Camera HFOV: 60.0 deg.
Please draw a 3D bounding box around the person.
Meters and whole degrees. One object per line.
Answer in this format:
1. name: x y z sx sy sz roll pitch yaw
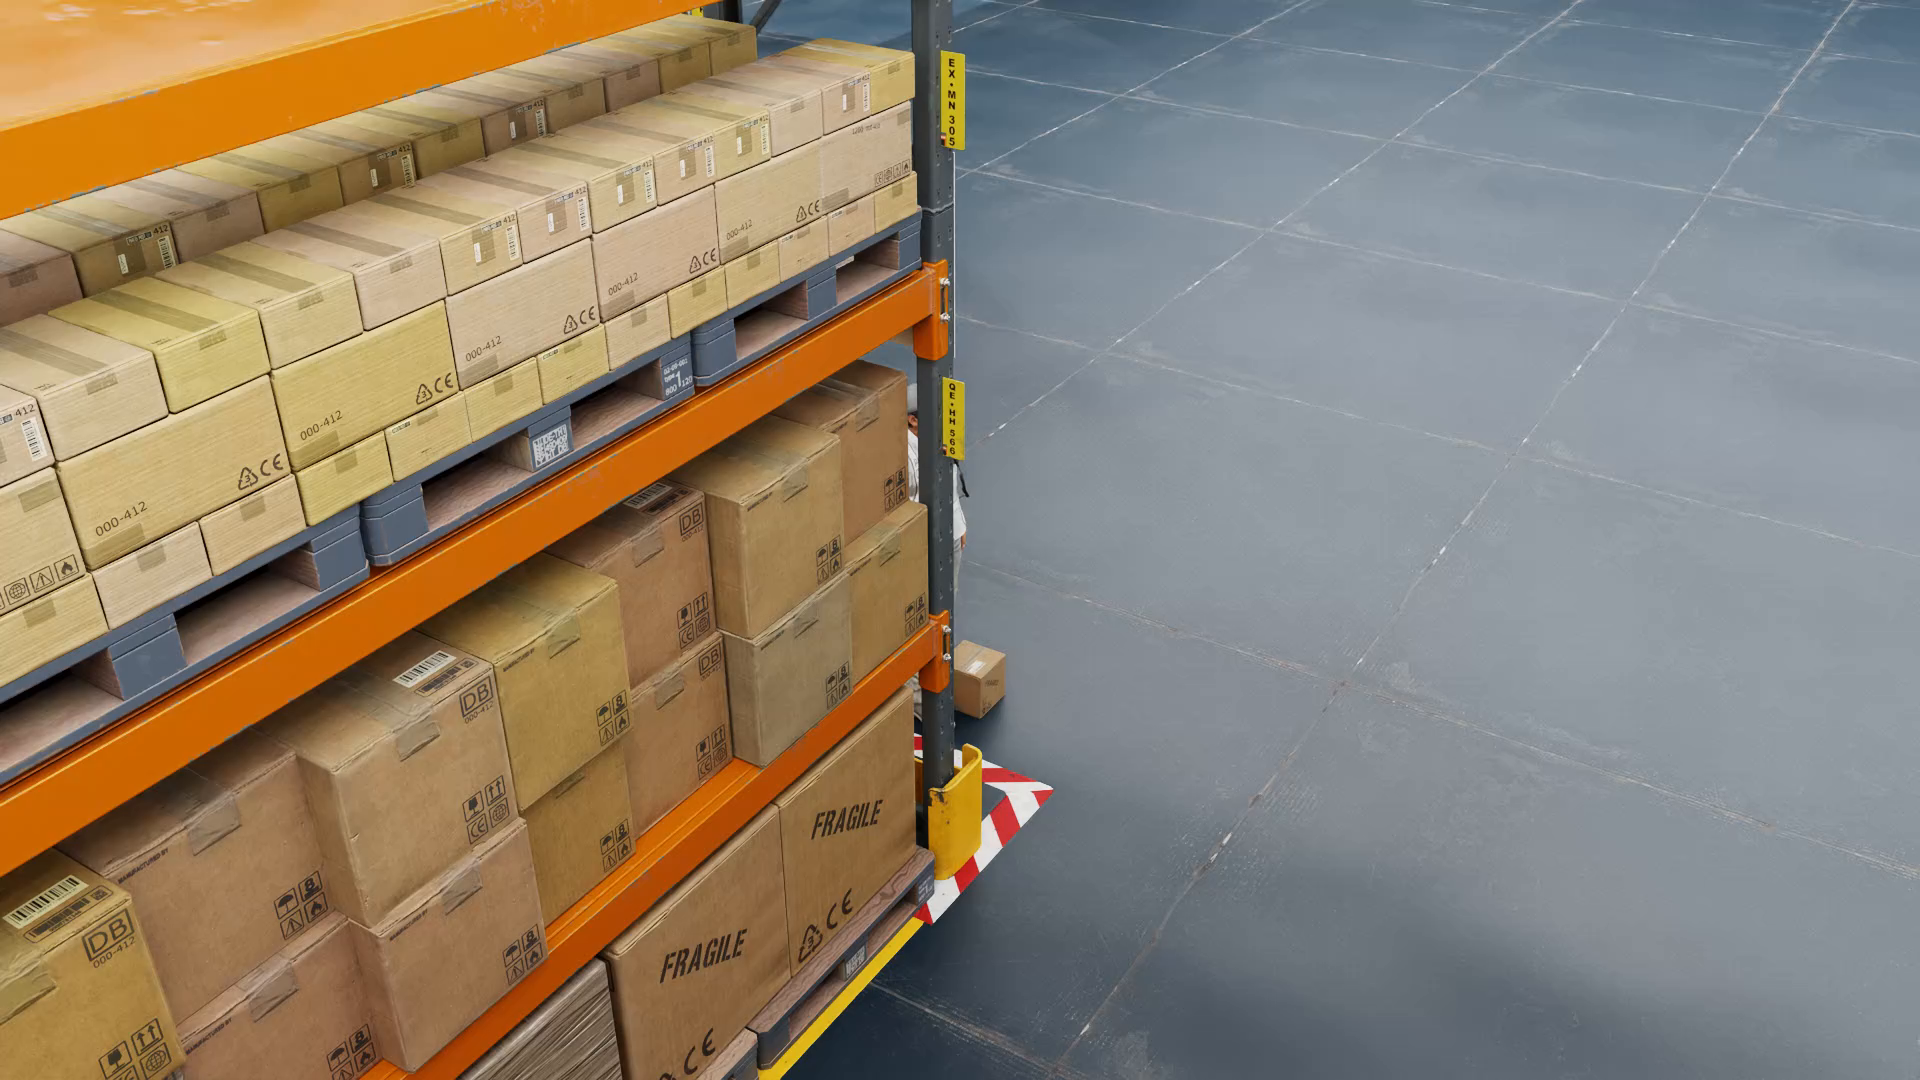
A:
1. person: -0.121 0.050 8.072 0.529 1.670 0.599 19 35 28
